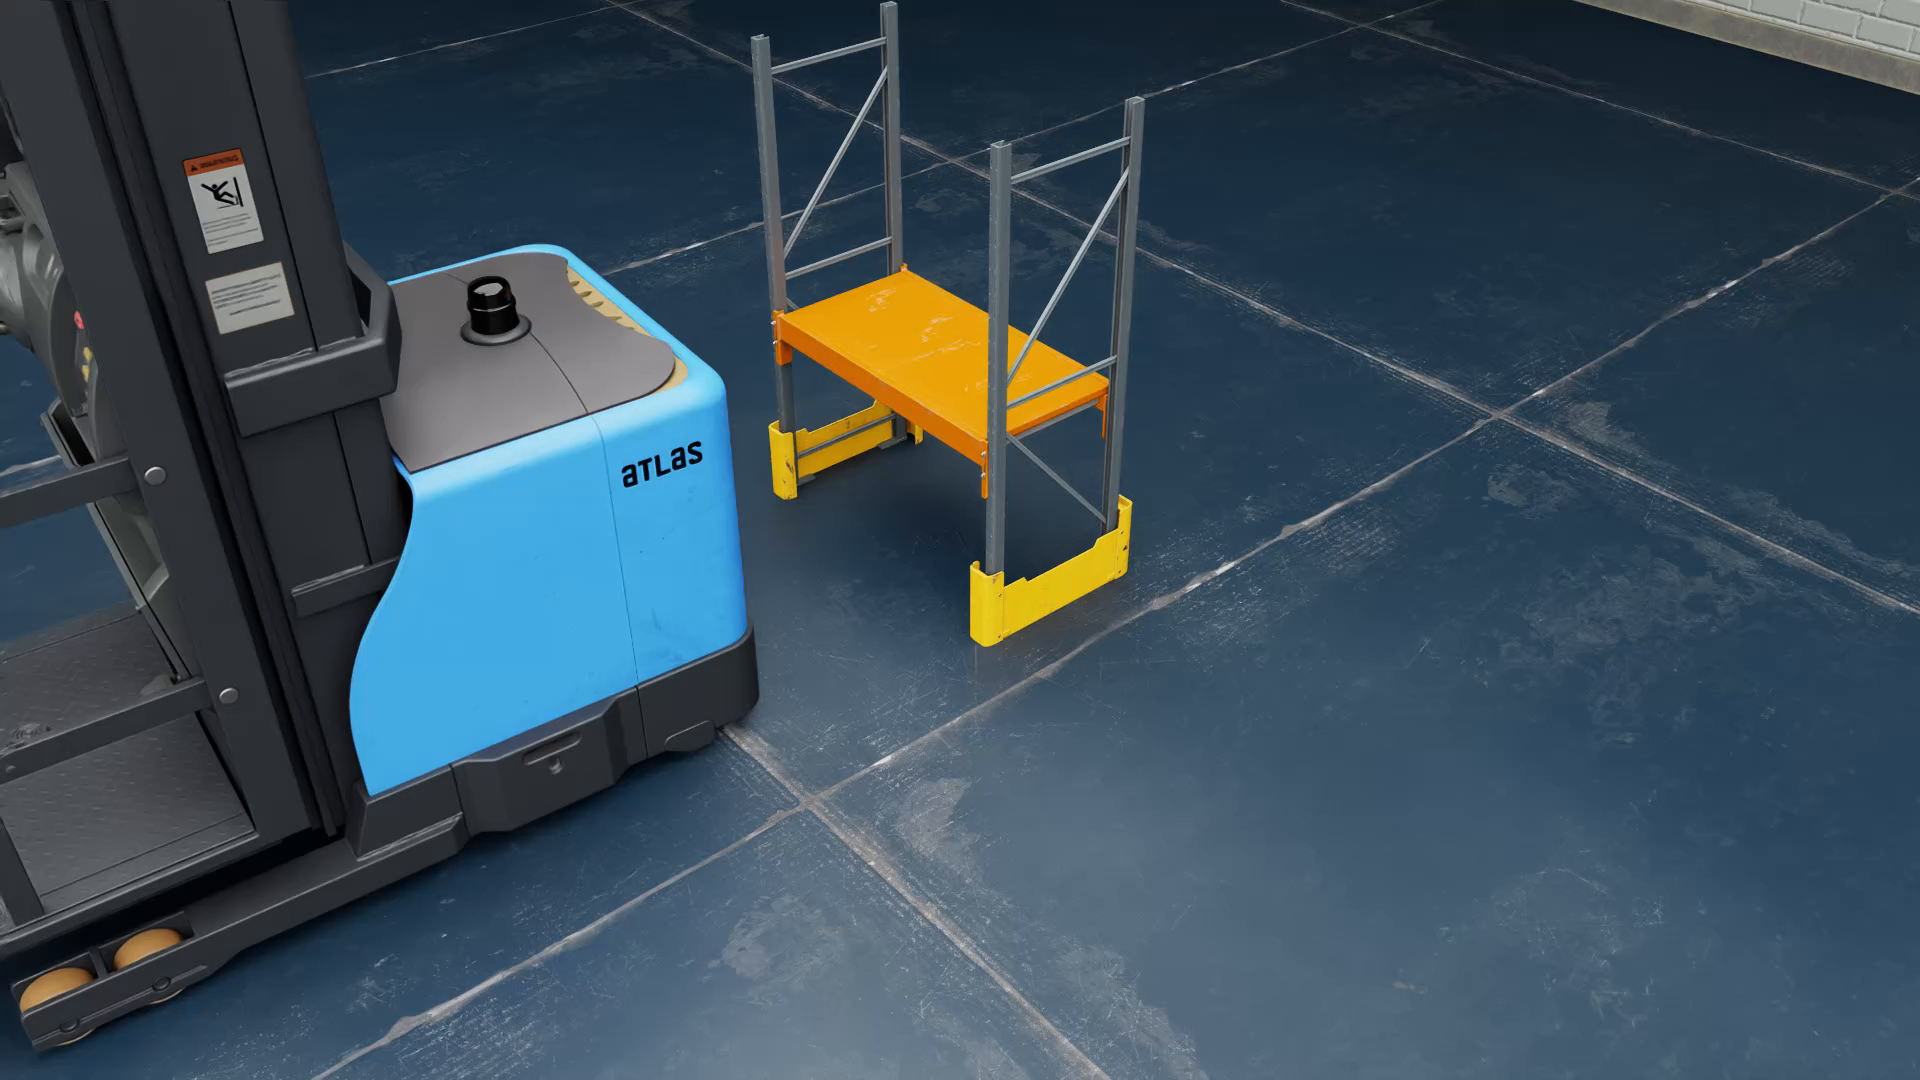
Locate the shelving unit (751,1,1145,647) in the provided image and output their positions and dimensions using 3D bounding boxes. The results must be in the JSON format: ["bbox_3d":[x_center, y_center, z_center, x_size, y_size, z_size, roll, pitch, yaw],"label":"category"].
[{"bbox_3d":[-0.049,-0.646,4.864,0.587,1.500,1.083,-26,43,-32],"label":"shelving unit"}]

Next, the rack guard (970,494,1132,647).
[{"bbox_3d":[0.272,0.084,4.915,0.587,0.250,0.087,-26,43,-32],"label":"rack guard"}]

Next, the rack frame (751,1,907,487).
[{"bbox_3d":[-0.383,-0.874,5.187,0.500,1.500,0.032,-26,43,-32],"label":"rack frame"}]

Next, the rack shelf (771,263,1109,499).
[{"bbox_3d":[-0.055,-0.503,4.974,0.538,0.185,1.000,-26,43,-32],"label":"rack shelf"}]

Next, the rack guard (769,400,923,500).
[{"bbox_3d":[-0.371,-0.356,5.536,0.587,0.250,0.087,-26,43,-32],"label":"rack guard"}]

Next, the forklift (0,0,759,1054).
[{"bbox_3d":[-2.039,-0.431,3.322,3.031,2.935,1.130,-23,41,-29],"label":"forklift"}]

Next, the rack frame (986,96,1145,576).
[{"bbox_3d":[0.273,-0.425,4.553,0.500,1.500,0.032,-26,43,-32],"label":"rack frame"}]
